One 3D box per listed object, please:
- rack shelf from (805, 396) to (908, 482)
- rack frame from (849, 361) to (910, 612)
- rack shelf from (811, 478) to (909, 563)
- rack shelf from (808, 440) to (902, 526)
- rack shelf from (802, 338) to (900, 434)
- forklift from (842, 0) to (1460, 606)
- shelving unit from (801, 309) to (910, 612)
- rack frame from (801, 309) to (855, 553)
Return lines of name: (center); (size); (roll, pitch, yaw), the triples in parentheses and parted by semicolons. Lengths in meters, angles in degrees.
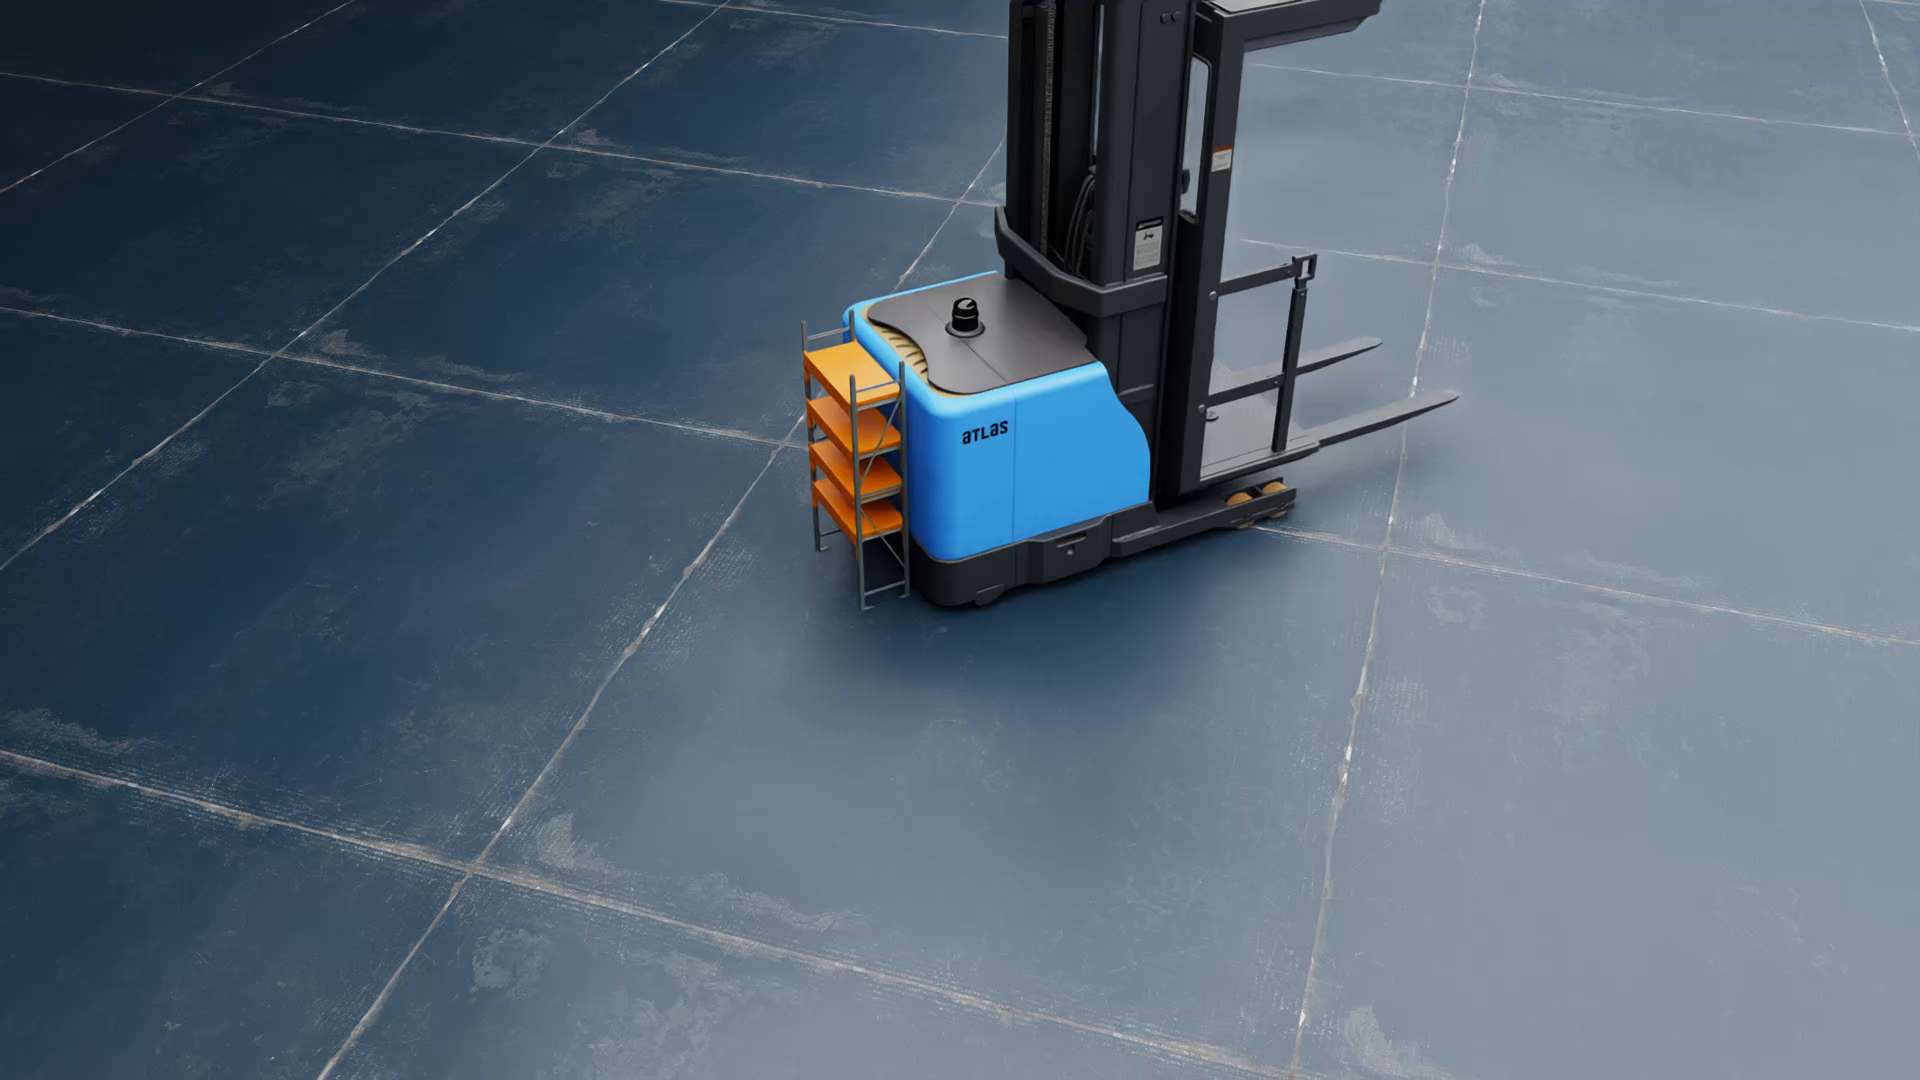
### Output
rack shelf: (-0.445, -0.459, 7.097); (0.258, 0.148, 0.480); (-17, 40, -22)
rack frame: (-0.332, -0.204, 7.016); (0.240, 1.200, 0.015); (-17, 40, -22)
rack shelf: (-0.445, -0.119, 7.347); (0.258, 0.148, 0.480); (-17, 40, -22)
rack shelf: (-0.445, -0.278, 7.230); (0.258, 0.148, 0.480); (-17, 40, -22)
rack shelf: (-0.445, -0.649, 6.957); (0.258, 0.148, 0.480); (-17, 40, -22)
forklift: (1.016, -1.496, 7.311); (3.031, 2.935, 1.130); (-17, 40, -21)
shelving unit: (-0.445, -0.333, 7.190); (0.258, 1.200, 0.503); (-17, 40, -22)
rack frame: (-0.558, -0.461, 7.364); (0.240, 1.200, 0.015); (-17, 40, -22)
